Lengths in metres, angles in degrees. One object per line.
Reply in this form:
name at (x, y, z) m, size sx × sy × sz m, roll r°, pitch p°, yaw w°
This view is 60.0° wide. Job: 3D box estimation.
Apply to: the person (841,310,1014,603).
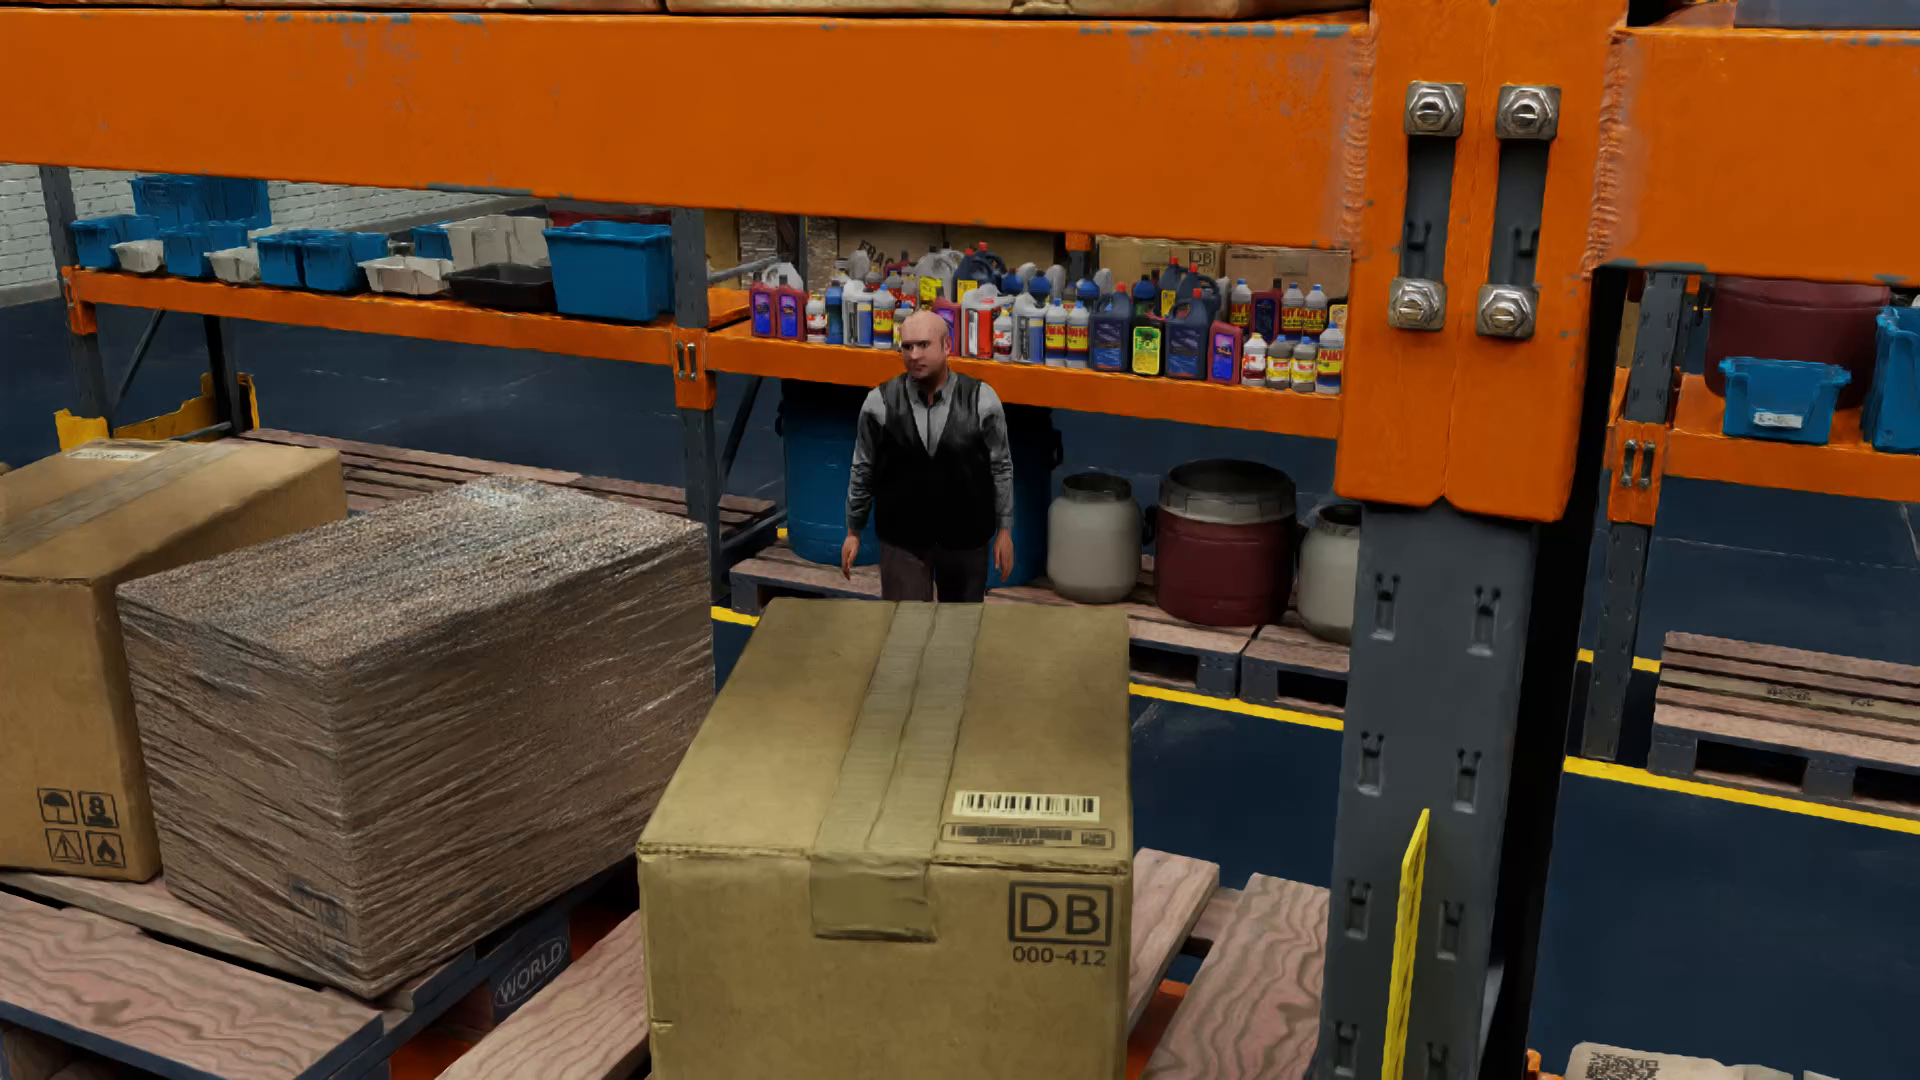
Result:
person at (-0.120, 0.001, 6.108) m, size 0.634 × 1.716 × 0.607 m, roll -1°, pitch 19°, yaw -4°
